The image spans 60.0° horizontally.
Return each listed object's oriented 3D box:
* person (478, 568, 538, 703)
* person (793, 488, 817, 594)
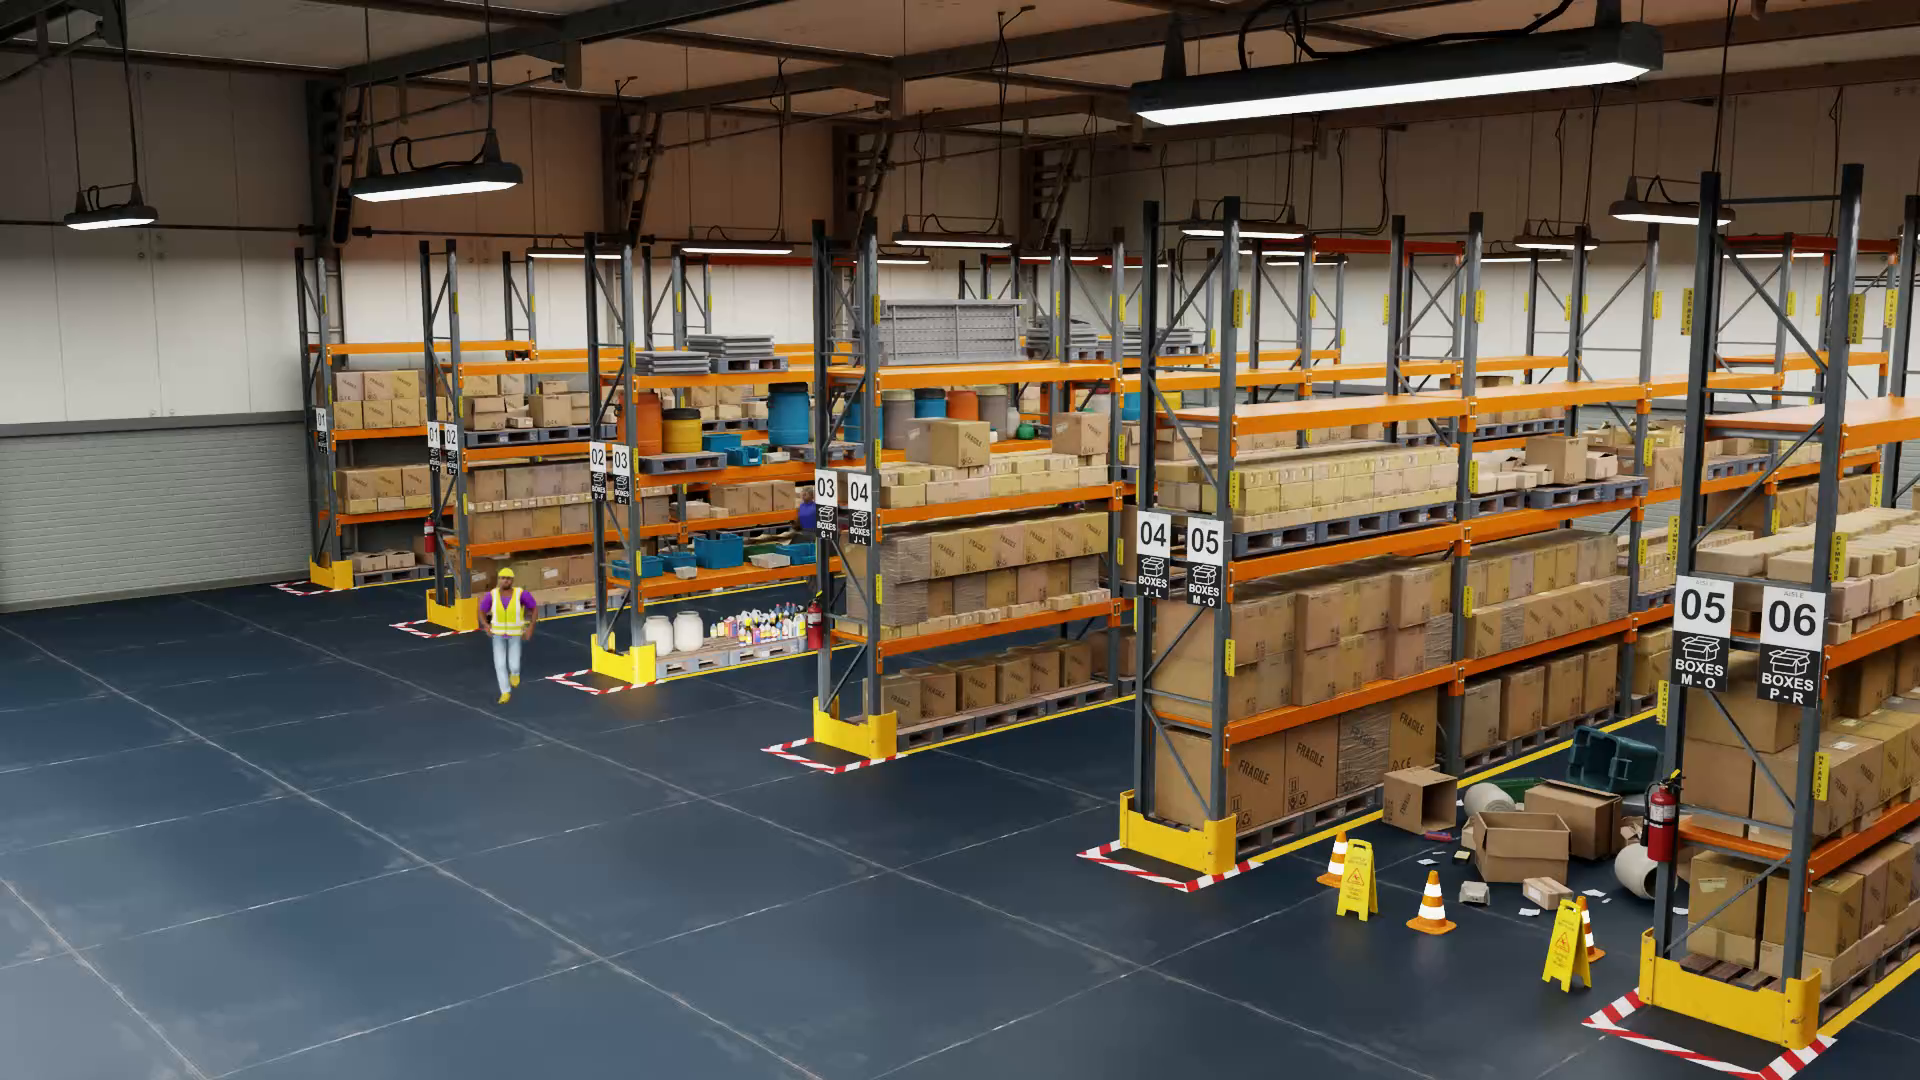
[{"bbox_3d":[-5.809,1.201,21.422,0.748,1.724,0.631,-1,9,-10],"label":"person"},{"bbox_3d":[-2.514,0.007,27.927,0.589,1.770,0.705,7,11,41],"label":"person"}]
